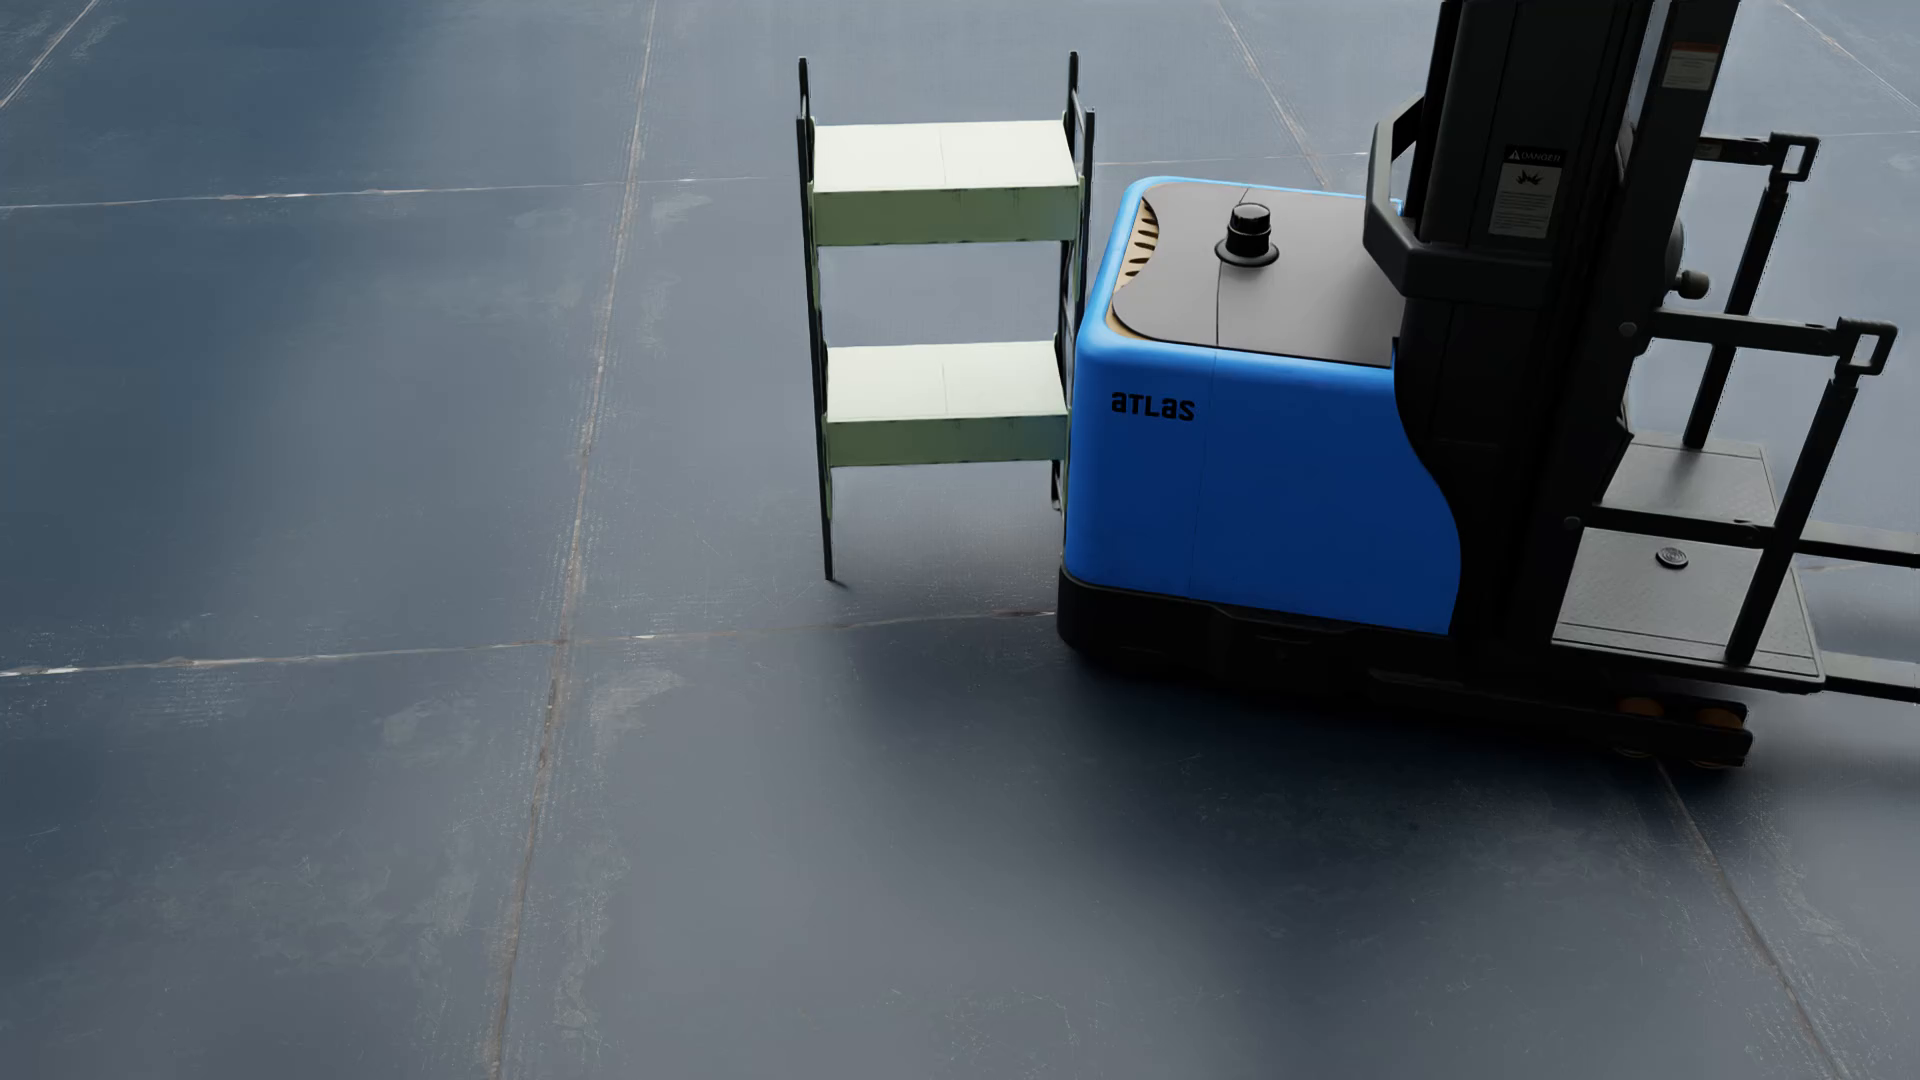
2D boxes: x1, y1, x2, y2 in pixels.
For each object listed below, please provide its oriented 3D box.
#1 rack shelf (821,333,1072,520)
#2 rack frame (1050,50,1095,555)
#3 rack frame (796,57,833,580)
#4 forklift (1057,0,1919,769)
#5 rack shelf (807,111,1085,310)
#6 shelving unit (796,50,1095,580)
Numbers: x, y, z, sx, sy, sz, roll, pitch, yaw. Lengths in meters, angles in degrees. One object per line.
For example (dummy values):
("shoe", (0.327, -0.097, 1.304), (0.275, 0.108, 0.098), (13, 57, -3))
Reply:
("rack shelf", (-0.047, -0.346, 5.004), (0.720, 0.370, 0.431), (-2, 38, -3))
("rack frame", (0.319, -0.615, 4.819), (0.023, 1.500, 0.400), (-2, 38, -3))
("rack frame", (-0.412, -0.589, 4.785), (0.023, 1.500, 0.400), (-2, 38, -3))
("forklift", (1.853, -0.898, 4.022), (3.031, 2.935, 1.130), (8, 39, 10))
("rack shelf", (-0.047, -0.908, 4.561), (0.720, 0.370, 0.431), (-2, 38, -3))
("shelving unit", (-0.047, -0.602, 4.802), (0.755, 1.500, 0.431), (-2, 38, -3))
